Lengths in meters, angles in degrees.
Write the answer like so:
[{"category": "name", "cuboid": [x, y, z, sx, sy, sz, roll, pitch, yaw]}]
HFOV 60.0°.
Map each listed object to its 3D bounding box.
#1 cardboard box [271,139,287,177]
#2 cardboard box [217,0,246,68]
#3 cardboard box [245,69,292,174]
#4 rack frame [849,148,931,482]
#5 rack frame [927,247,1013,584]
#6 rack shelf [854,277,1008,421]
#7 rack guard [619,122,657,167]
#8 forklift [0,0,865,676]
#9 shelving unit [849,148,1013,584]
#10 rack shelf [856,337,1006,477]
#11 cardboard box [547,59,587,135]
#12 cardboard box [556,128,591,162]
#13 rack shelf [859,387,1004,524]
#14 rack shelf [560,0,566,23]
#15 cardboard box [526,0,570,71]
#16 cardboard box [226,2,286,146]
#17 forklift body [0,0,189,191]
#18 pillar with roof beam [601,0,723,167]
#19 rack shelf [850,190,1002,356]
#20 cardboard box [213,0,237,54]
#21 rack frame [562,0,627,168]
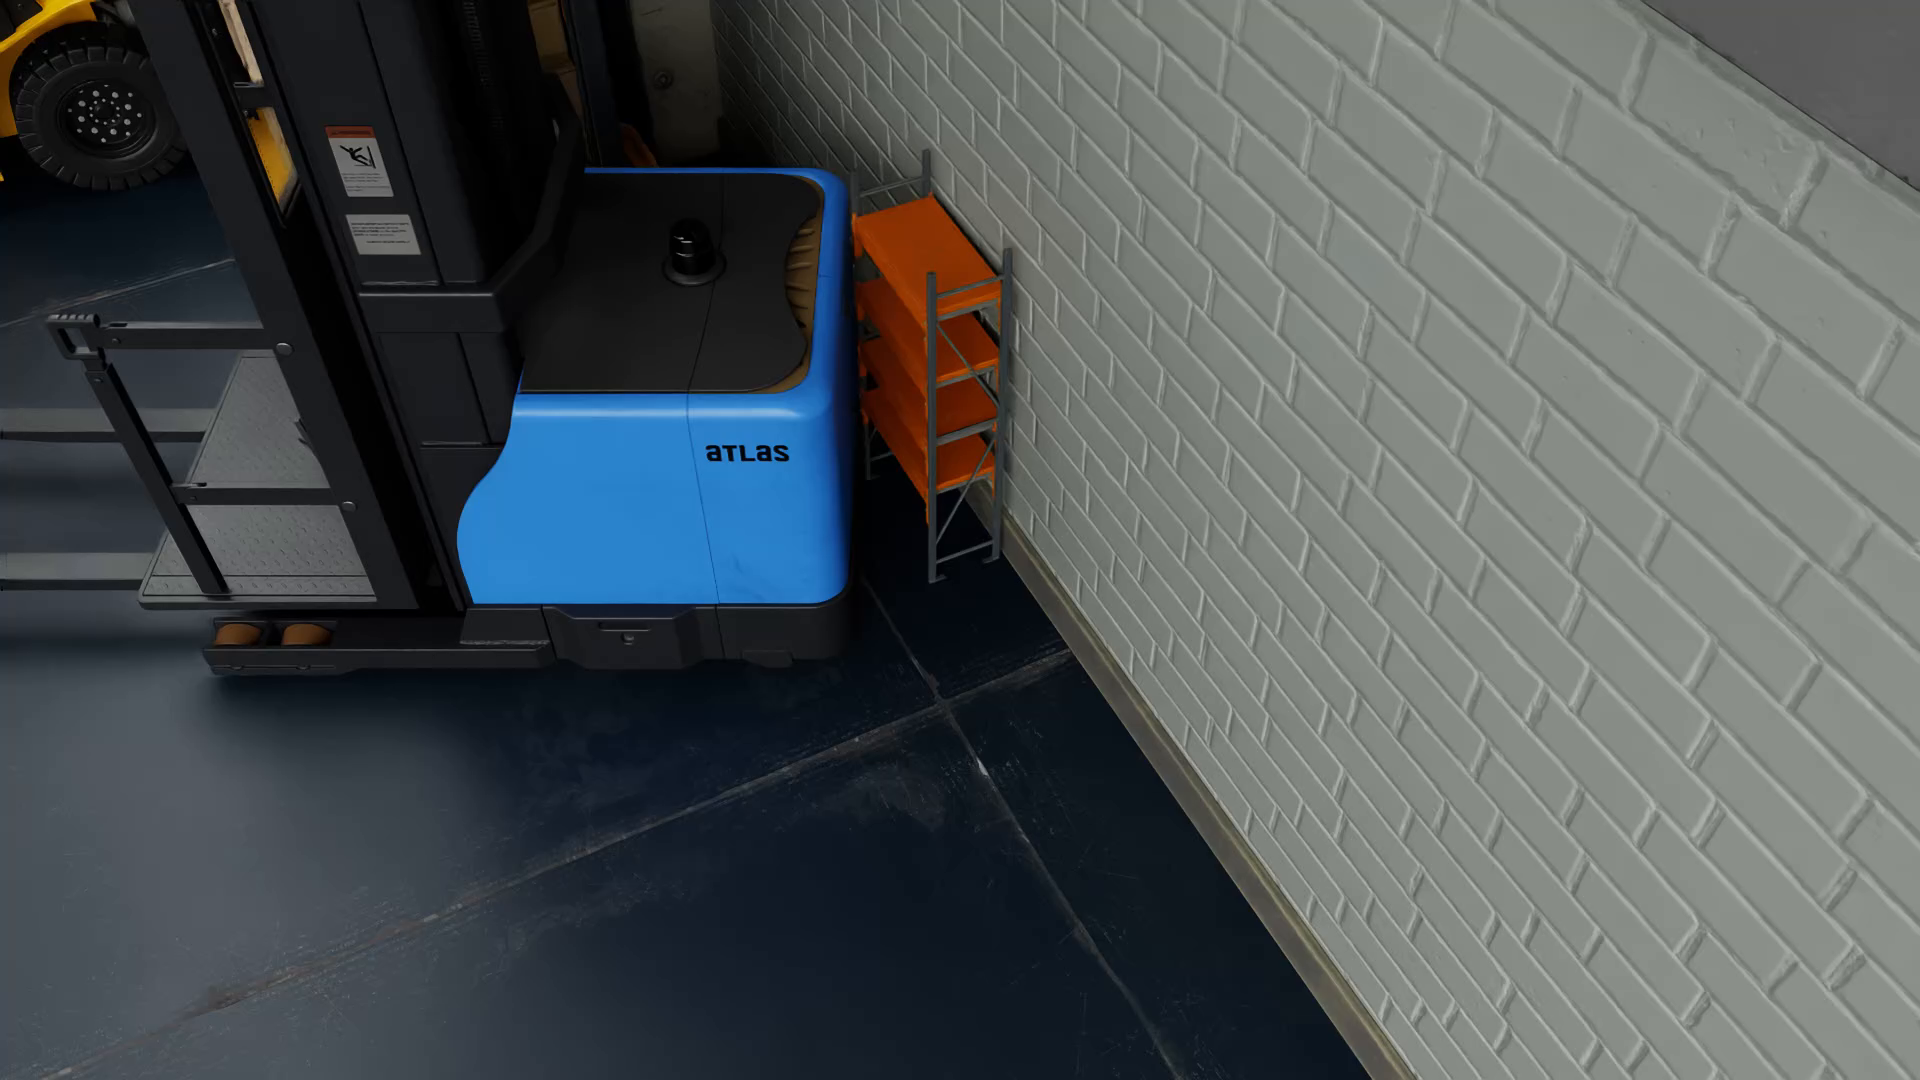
[{"category": "cardboard box", "cuboid": [-2.124, -1.290, 5.933, 0.500, 0.250, 0.500, -21, 52, -17]}, {"category": "cardboard box", "cuboid": [-2.355, -1.954, 5.850, 0.500, 0.250, 0.500, -20, 52, -17]}, {"category": "cardboard box", "cuboid": [-2.129, -1.467, 5.756, 0.500, 0.250, 0.500, -22, 52, -18]}, {"category": "rack frame", "cuboid": [-0.197, -0.637, 5.004, 0.240, 1.200, 0.015, -20, 51, -18]}, {"category": "rack frame", "cuboid": [0.019, -0.312, 4.712, 0.240, 1.200, 0.015, -20, 51, -18]}, {"category": "rack shelf", "cuboid": [-0.087, -0.579, 4.742, 0.258, 0.148, 0.480, -20, 51, -18]}, {"category": "rack guard", "cuboid": [-1.617, -1.013, 5.803, 1.175, 0.500, 0.348, -21, 52, -18]}, {"category": "forklift", "cuboid": [-1.821, -0.966, 4.147, 3.031, 2.935, 1.130, 0, 49, 0]}, {"category": "shelving unit", "cuboid": [-0.089, -0.474, 4.858, 0.258, 1.200, 0.503, -20, 51, -18]}, {"category": "rack shelf", "cuboid": [-0.090, -0.429, 4.908, 0.258, 0.148, 0.480, -20, 51, -18]}, {"category": "cardboard box", "cuboid": [-1.658, -1.635, 5.903, 0.500, 0.250, 0.500, -20, 52, -17]}, {"category": "cardboard box", "cuboid": [-1.679, -1.481, 6.100, 0.500, 0.250, 0.500, -21, 52, -17]}, {"category": "rack shelf", "cuboid": [-0.092, -0.296, 5.055, 0.258, 0.148, 0.480, -20, 51, -18]}, {"category": "rack shelf", "cuboid": [-2.543, -2.953, 6.318, 1.077, 0.370, 4.000, -21, 52, -18]}, {"category": "cardboard box", "cuboid": [-1.680, -1.801, 5.716, 0.500, 0.250, 0.500, -22, 52, -18]}, {"category": "cardboard box", "cuboid": [-2.116, -1.614, 5.553, 0.500, 0.250, 0.500, -20, 52, -16]}, {"category": "forklift body", "cuboid": [-4.118, -2.213, 5.757, 2.313, 2.155, 1.214, -21, 52, -18]}, {"category": "pillar with roof beam", "cuboid": [-4.973, -3.120, 2.001, 9.100, 9.000, 0.400, -21, 52, -18]}, {"category": "rack shelf", "cuboid": [-0.085, -0.738, 4.567, 0.258, 0.148, 0.480, -20, 51, -18]}, {"category": "cardboard box", "cuboid": [-2.604, -2.145, 6.349, 0.500, 0.250, 0.500, -22, 52, -18]}, {"category": "rack frame", "cuboid": [-1.628, -1.852, 4.877, 1.000, 3.000, 0.127, -21, 52, -18]}]
